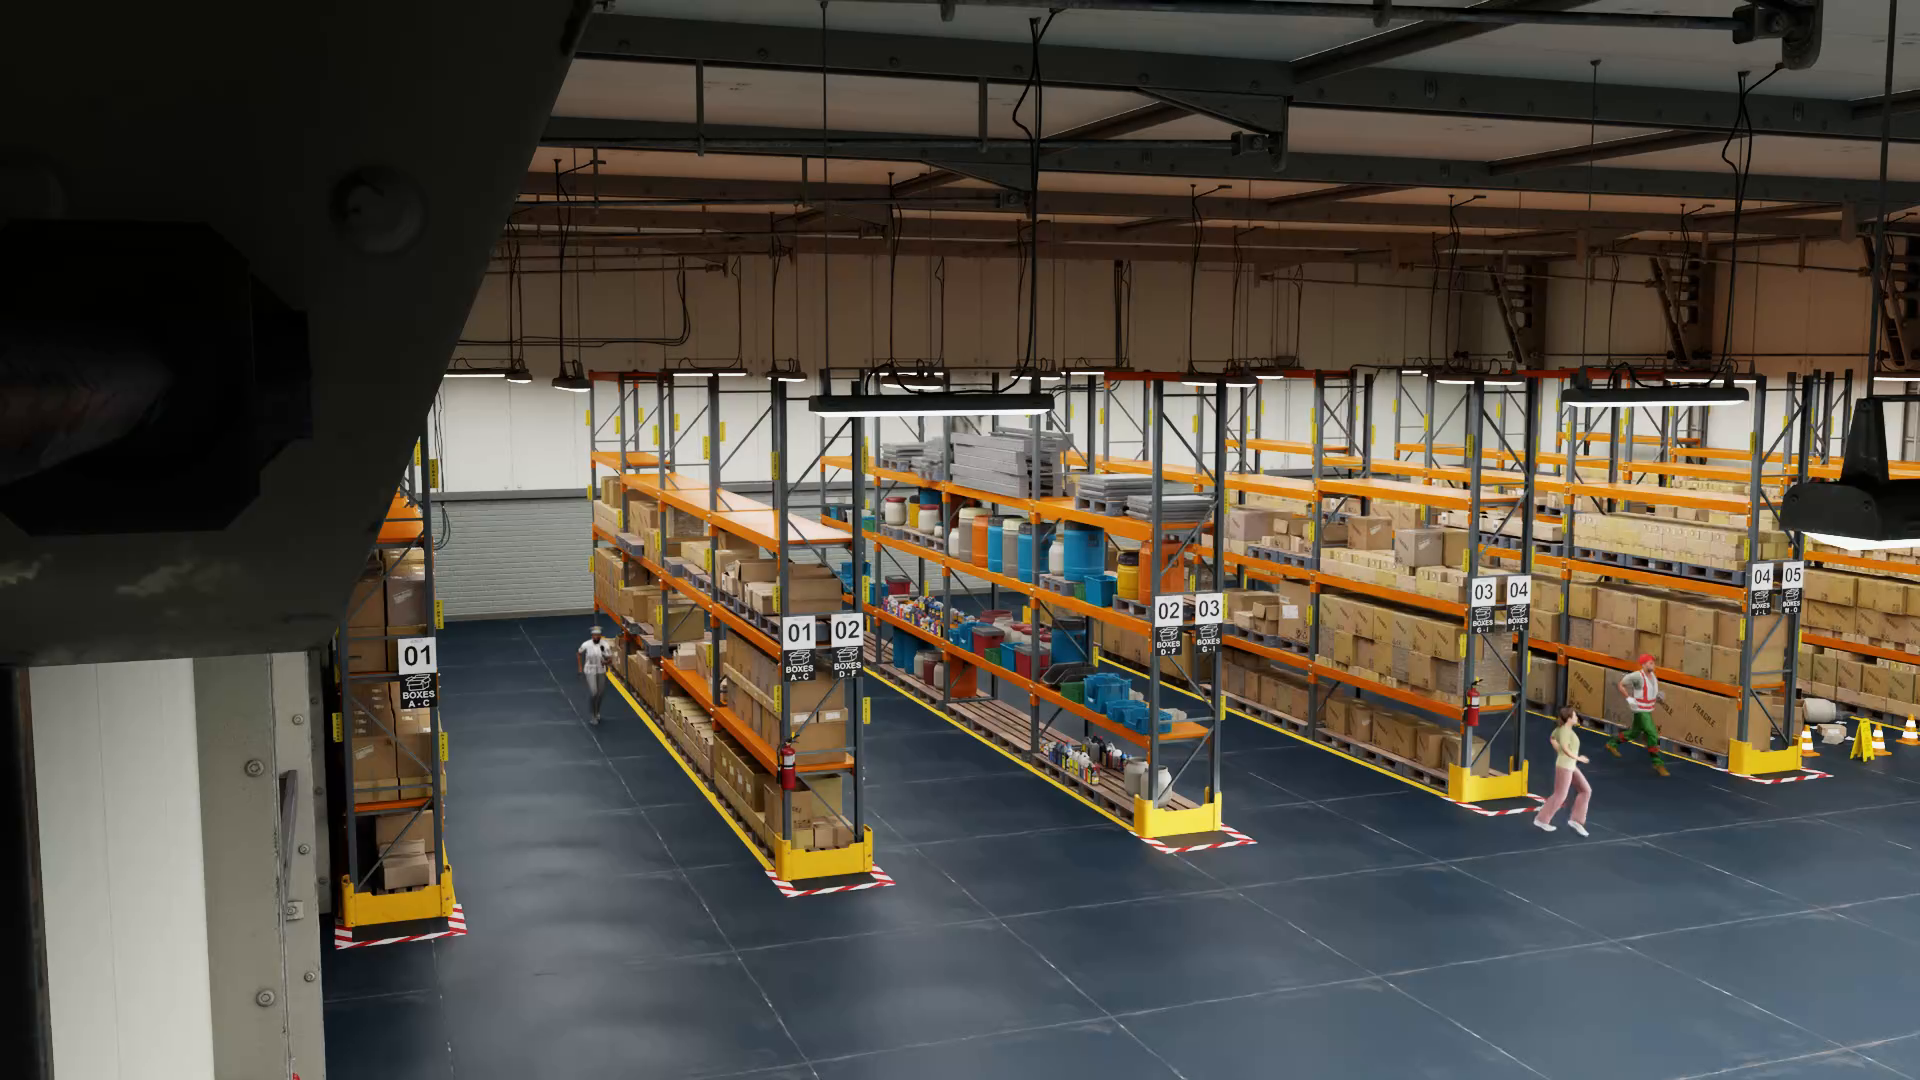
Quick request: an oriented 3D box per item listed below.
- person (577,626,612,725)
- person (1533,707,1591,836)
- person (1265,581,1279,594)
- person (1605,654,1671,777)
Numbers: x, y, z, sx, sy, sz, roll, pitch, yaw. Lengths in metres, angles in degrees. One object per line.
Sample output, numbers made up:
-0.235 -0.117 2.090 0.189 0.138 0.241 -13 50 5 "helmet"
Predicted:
-6.253 2.318 28.553 0.536 1.728 0.806 -3 7 -25 "person"
8.021 3.100 22.086 0.698 1.586 0.625 3 7 23 "person"
7.982 0.691 42.745 0.721 1.770 0.625 -4 8 -34 "person"
10.403 2.621 25.392 0.621 1.815 1.102 -6 9 -43 "person"
